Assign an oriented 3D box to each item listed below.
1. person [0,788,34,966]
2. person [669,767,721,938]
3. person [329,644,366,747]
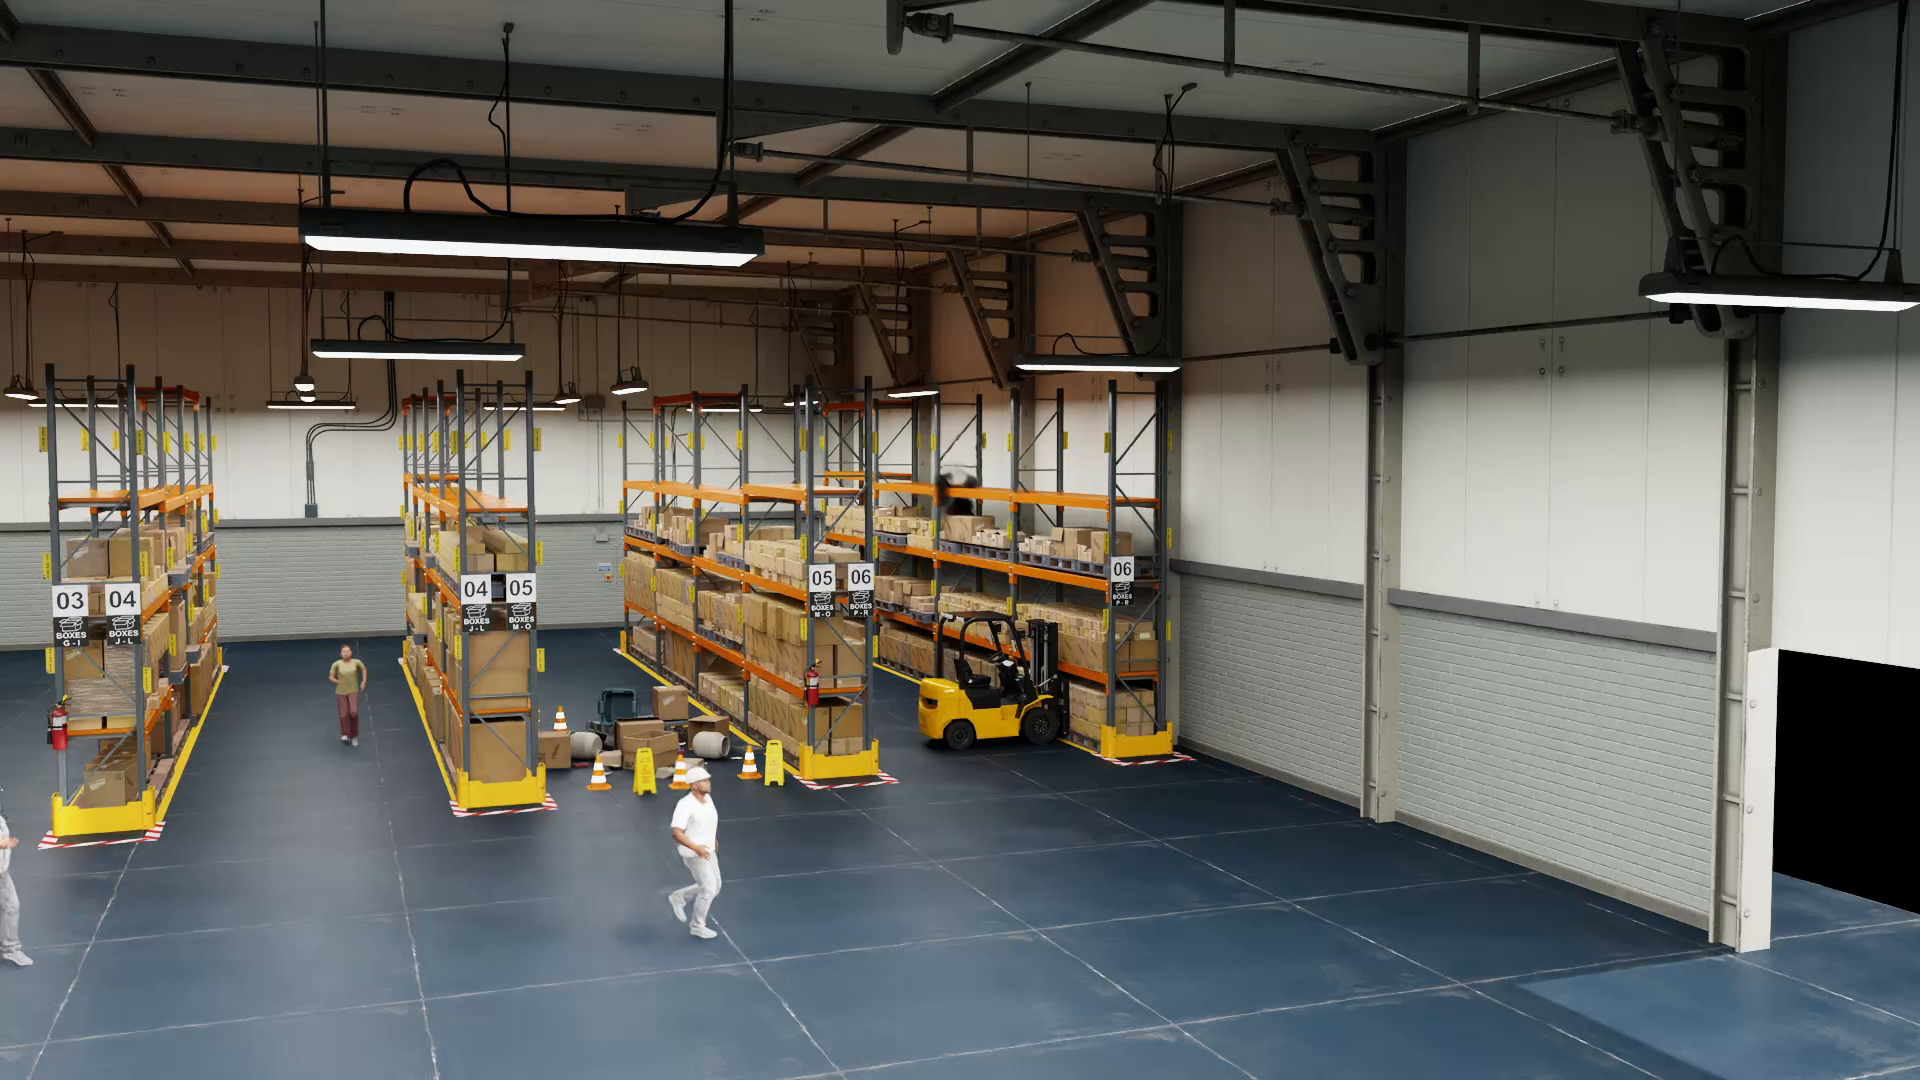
[{"bbox_3d":[-9.268,3.173,15.816,0.801,1.806,0.654,0,3,2],"label":"person"},{"bbox_3d":[-2.721,3.155,16.899,0.602,1.720,0.733,1,3,15],"label":"person"},{"bbox_3d":[-10.119,2.584,27.502,0.588,1.696,0.688,-1,4,-22],"label":"person"}]
